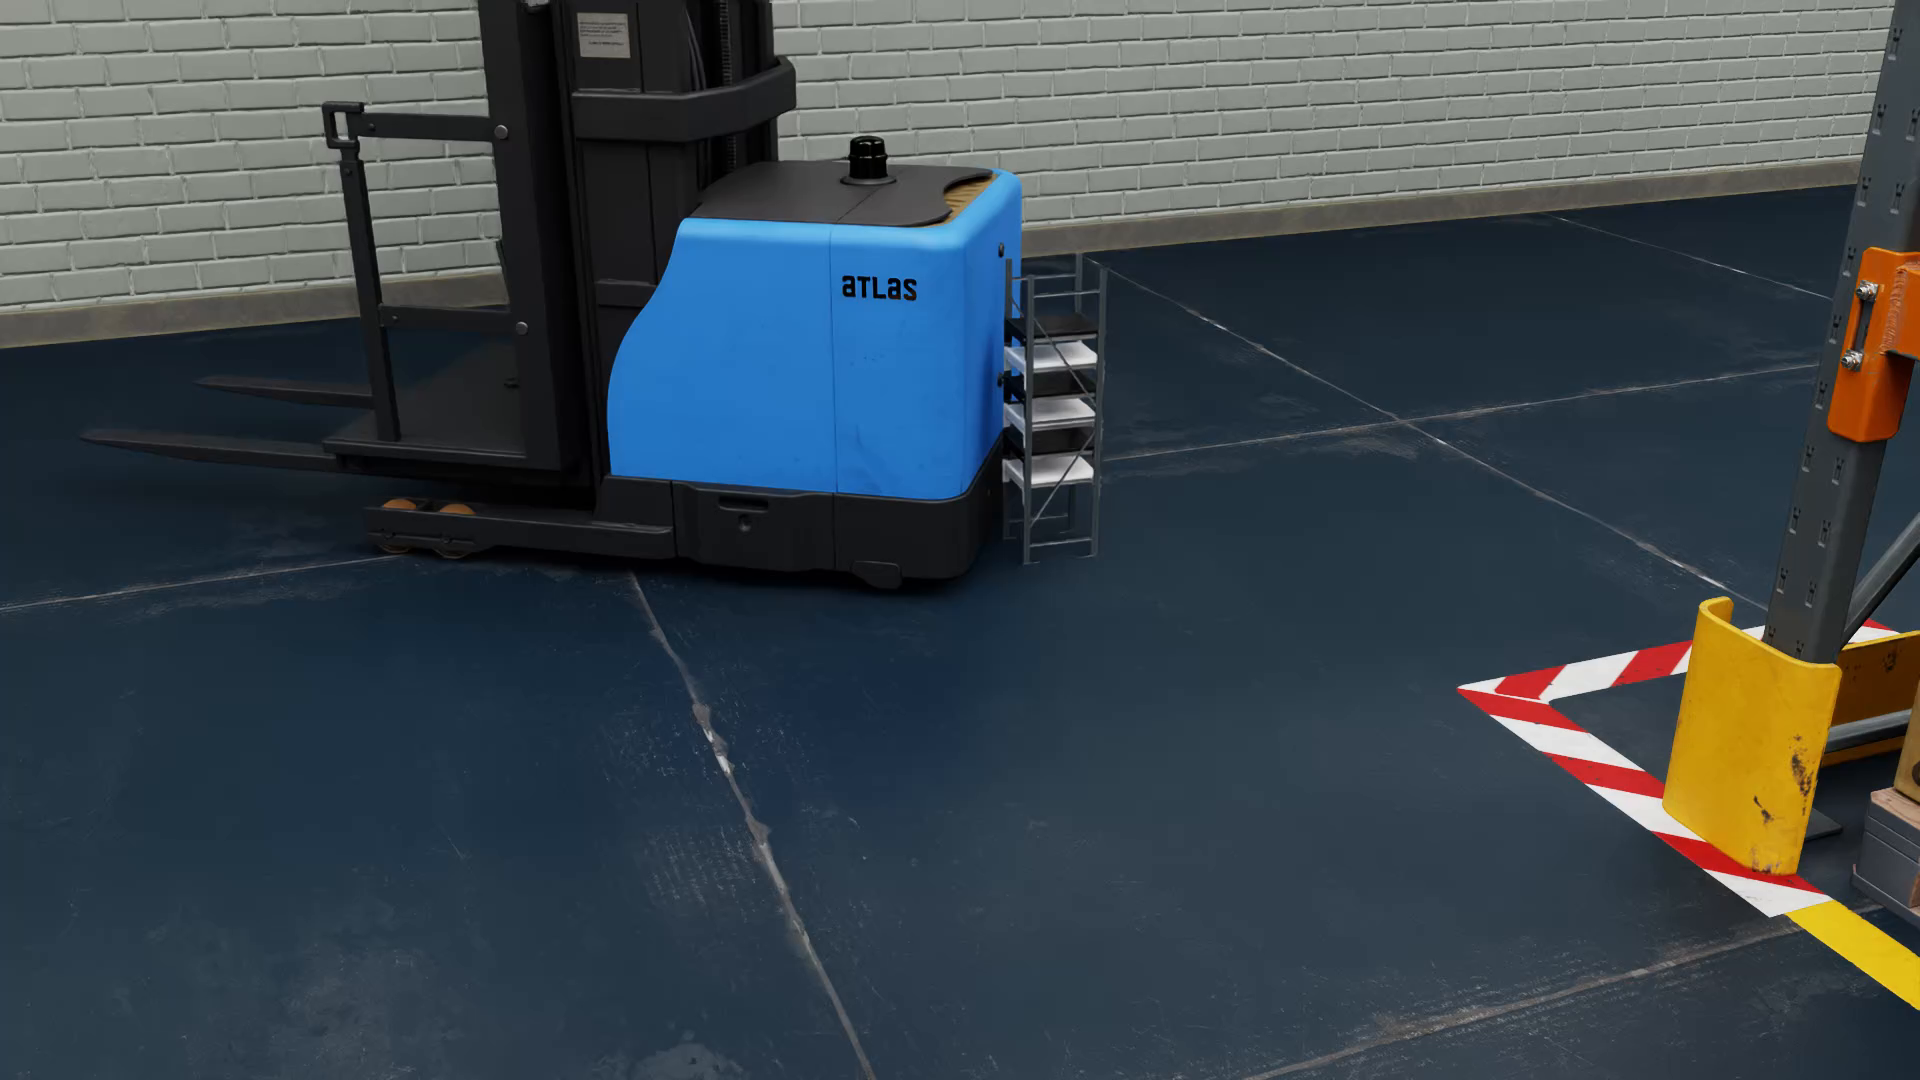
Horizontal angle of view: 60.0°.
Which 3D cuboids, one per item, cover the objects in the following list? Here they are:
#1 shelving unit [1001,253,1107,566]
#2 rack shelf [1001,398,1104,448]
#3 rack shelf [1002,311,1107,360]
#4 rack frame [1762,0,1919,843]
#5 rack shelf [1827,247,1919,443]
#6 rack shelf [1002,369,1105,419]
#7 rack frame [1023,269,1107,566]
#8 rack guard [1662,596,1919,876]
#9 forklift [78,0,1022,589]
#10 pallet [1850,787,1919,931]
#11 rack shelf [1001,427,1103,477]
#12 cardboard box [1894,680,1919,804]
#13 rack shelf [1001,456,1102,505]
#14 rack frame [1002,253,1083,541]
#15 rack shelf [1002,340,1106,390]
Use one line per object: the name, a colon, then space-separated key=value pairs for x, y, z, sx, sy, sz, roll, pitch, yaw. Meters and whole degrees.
shelving unit: x=0.278 y=-0.389 z=5.013 sx=0.258 sy=0.900 sz=0.210 roll=-7 pitch=24 yaw=-15
rack shelf: x=0.278 y=-0.358 z=5.026 sx=0.258 sy=0.077 sz=0.200 roll=-7 pitch=24 yaw=-15
rack shelf: x=0.278 y=-0.607 z=4.921 sx=0.258 sy=0.077 sz=0.200 roll=-7 pitch=24 yaw=-15
rack frame: x=2.202 y=-0.791 z=3.265 sx=1.000 sy=3.000 sz=0.127 roll=-8 pitch=24 yaw=-19
rack shelf: x=2.909 y=0.267 z=1.680 sx=1.077 sy=0.370 sz=4.000 roll=-8 pitch=24 yaw=-19
rack shelf: x=0.278 y=-0.441 z=4.991 sx=0.258 sy=0.077 sz=0.200 roll=-7 pitch=24 yaw=-15
rack frame: x=0.307 y=-0.351 z=4.924 sx=0.240 sy=0.900 sz=0.006 roll=-7 pitch=24 yaw=-15
rack guard: x=2.194 y=0.352 z=3.771 sx=1.175 sy=0.500 sz=0.348 roll=-8 pitch=24 yaw=-19
forklift: x=-1.362 y=-1.486 z=5.002 sx=3.031 sy=2.935 sz=1.130 roll=5 pitch=23 yaw=11
pallet: x=2.558 y=0.774 z=3.142 sx=1.003 sy=0.211 sz=1.213 roll=-8 pitch=24 yaw=-19
rack shelf: x=0.278 y=-0.275 z=5.061 sx=0.258 sy=0.077 sz=0.200 roll=-7 pitch=24 yaw=-15
cardboard box: x=2.503 y=0.216 z=3.070 sx=0.875 sy=0.875 sz=0.875 roll=-8 pitch=24 yaw=-19
rack shelf: x=0.278 y=-0.192 z=5.096 sx=0.258 sy=0.077 sz=0.200 roll=-7 pitch=24 yaw=-15
rack frame: x=0.250 y=-0.426 z=5.103 sx=0.240 sy=0.900 sz=0.006 roll=-7 pitch=24 yaw=-15
rack shelf: x=0.278 y=-0.524 z=4.956 sx=0.258 sy=0.077 sz=0.200 roll=-7 pitch=24 yaw=-15
